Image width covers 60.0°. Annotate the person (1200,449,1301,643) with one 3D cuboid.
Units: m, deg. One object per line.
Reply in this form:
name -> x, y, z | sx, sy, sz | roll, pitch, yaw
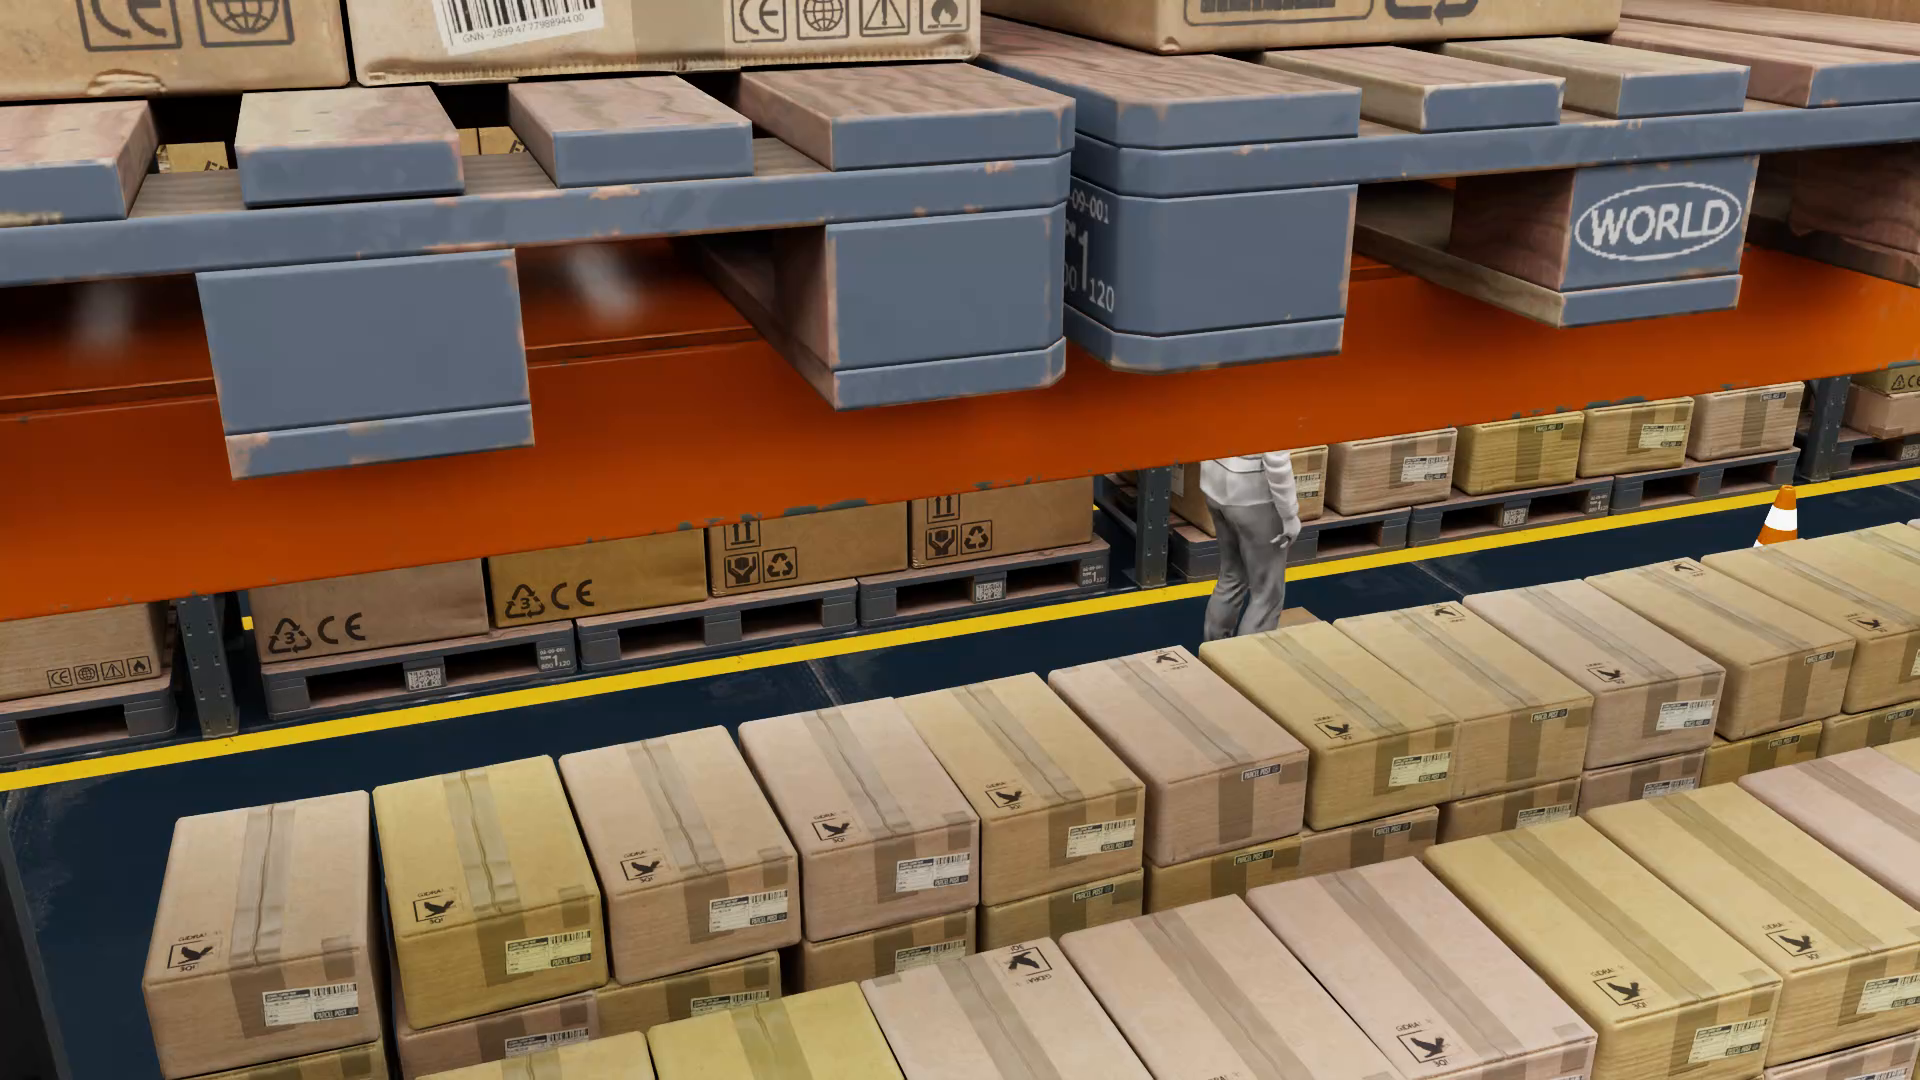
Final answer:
person -> 1.137, -0.161, 6.472 | 0.371, 1.664, 0.529 | -8, 24, -19
